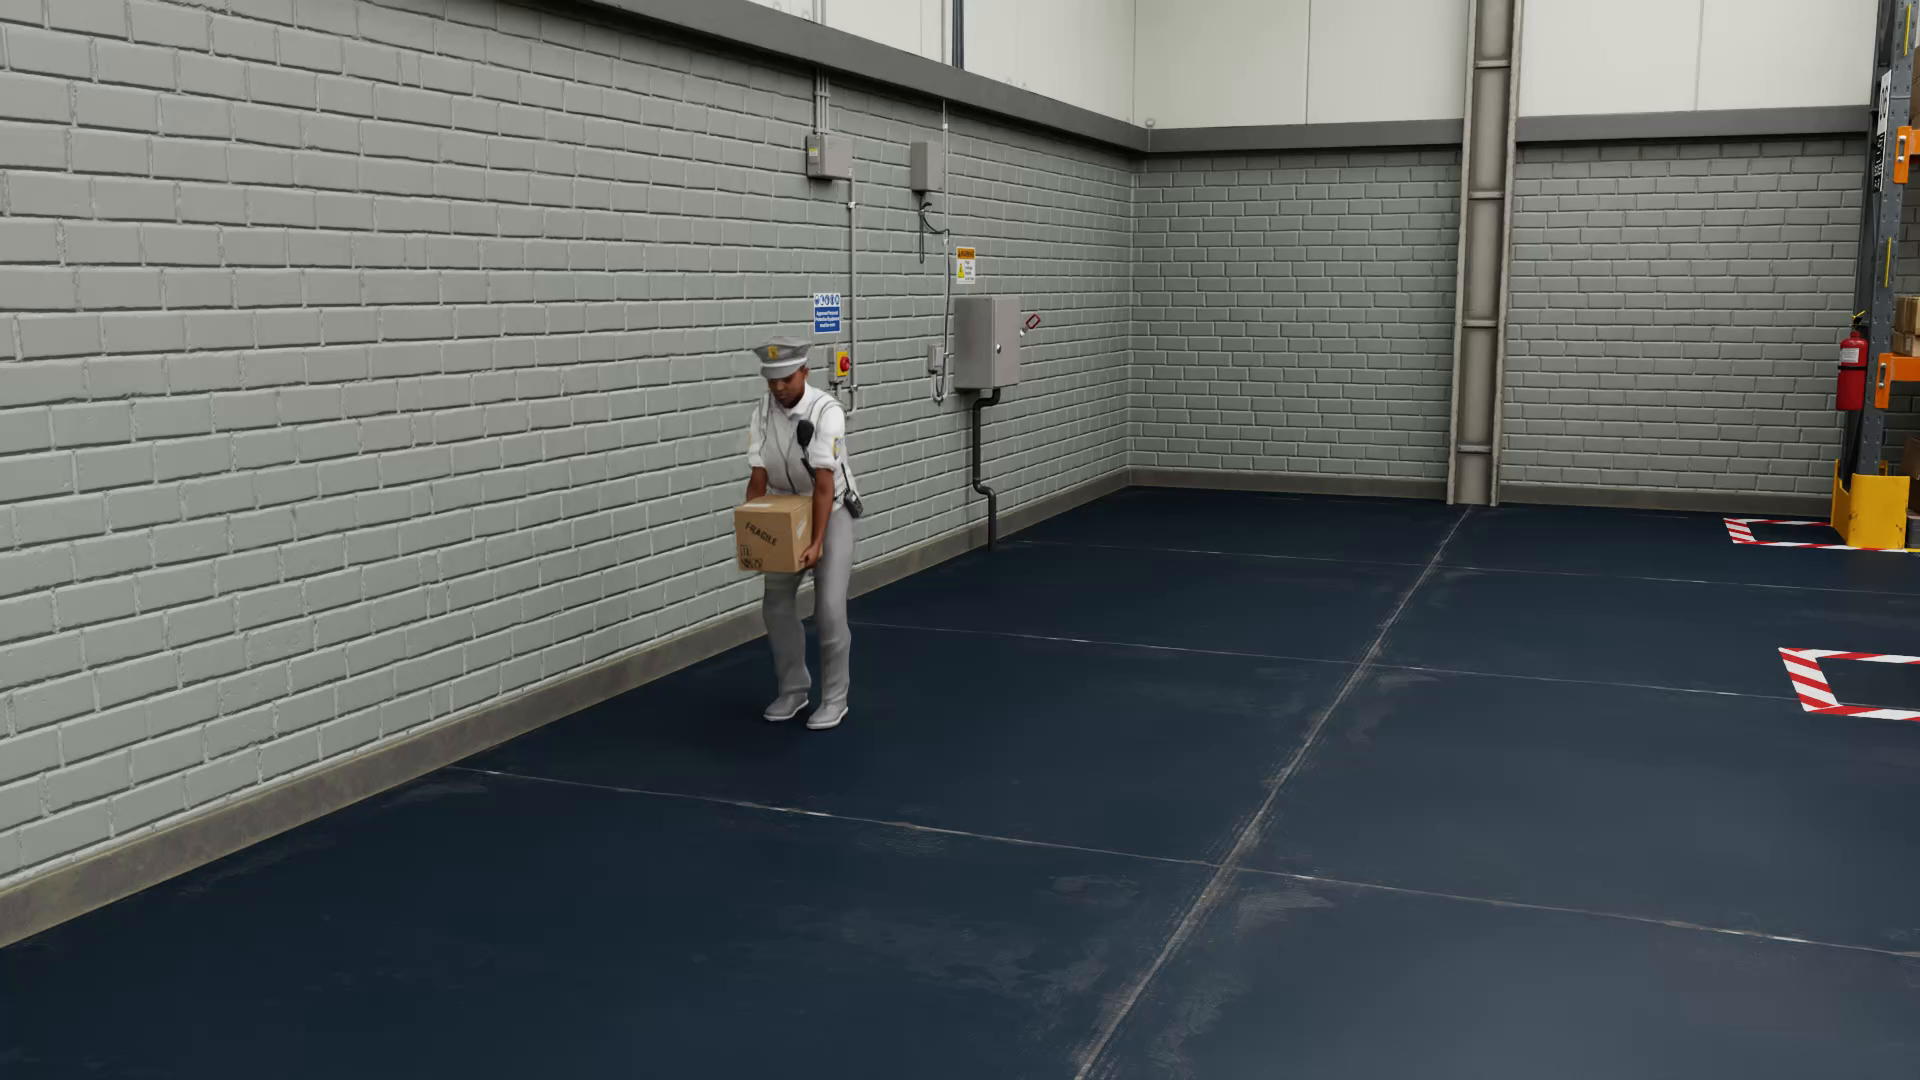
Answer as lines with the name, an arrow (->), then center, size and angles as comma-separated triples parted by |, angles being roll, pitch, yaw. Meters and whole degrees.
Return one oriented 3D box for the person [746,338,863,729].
person -> -0.643, -0.029, 6.796 | 0.413, 1.595, 0.574 | 3, 9, 20
